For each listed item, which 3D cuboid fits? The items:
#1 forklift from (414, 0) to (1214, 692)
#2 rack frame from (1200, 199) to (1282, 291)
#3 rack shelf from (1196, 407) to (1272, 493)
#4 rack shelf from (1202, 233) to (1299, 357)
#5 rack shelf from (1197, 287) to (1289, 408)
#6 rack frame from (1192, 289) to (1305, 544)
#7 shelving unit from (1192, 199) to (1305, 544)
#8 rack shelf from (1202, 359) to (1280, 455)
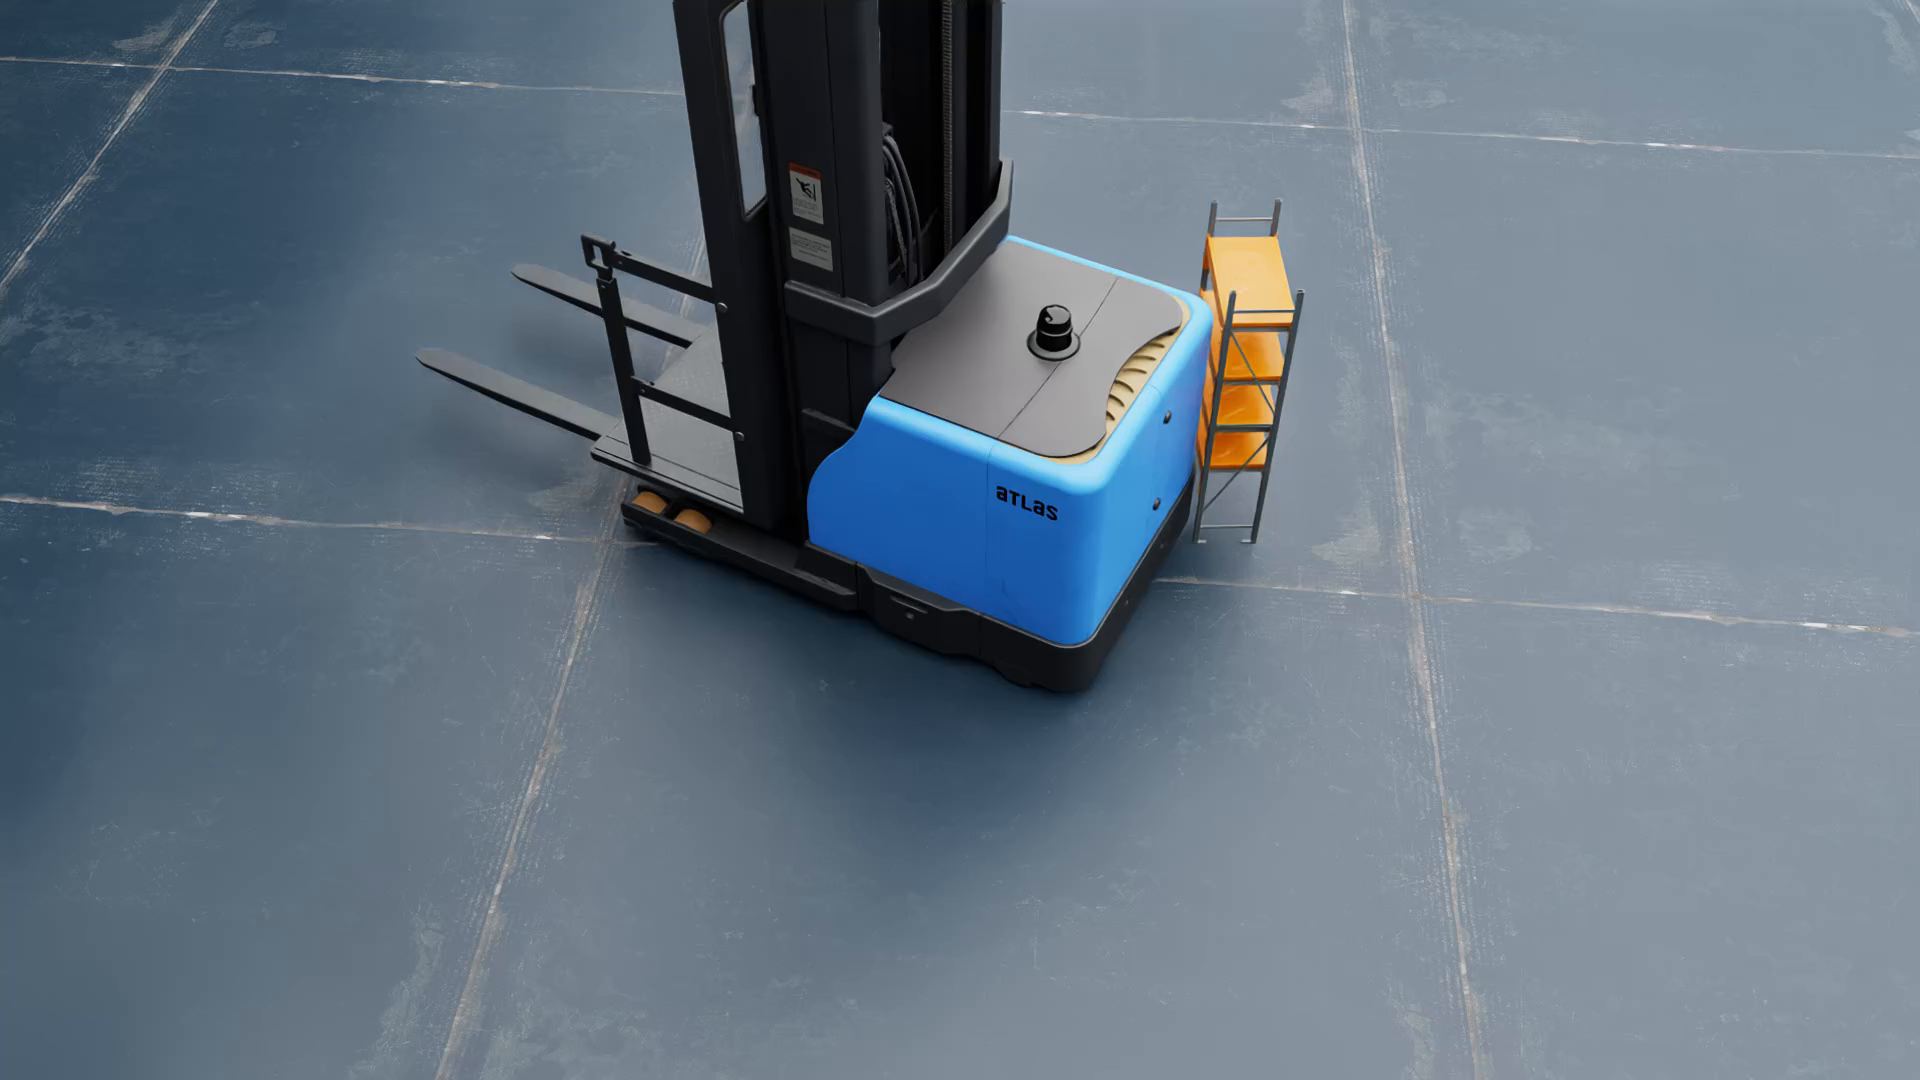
[{"bbox_3d":[-0.684,-1.262,5.418,3.031,2.935,1.130,22,51,19],"label":"forklift"},{"bbox_3d":[0.981,-0.756,6.129,0.240,1.200,0.015,-1,48,-1],"label":"rack frame"},{"bbox_3d":[0.986,-0.397,6.160,0.258,0.148,0.480,-1,48,-1],"label":"rack shelf"},{"bbox_3d":[0.986,-0.842,5.674,0.258,0.148,0.480,-1,48,-1],"label":"rack shelf"},{"bbox_3d":[0.986,-0.682,5.849,0.258,0.148,0.480,-1,48,-1],"label":"rack shelf"},{"bbox_3d":[0.990,-0.396,5.799,0.240,1.200,0.015,-1,48,-1],"label":"rack frame"},{"bbox_3d":[0.986,-0.576,5.964,0.258,1.200,0.503,-1,48,-1],"label":"shelving unit"},{"bbox_3d":[0.986,-0.531,6.014,0.258,0.148,0.480,-1,48,-1],"label":"rack shelf"}]
